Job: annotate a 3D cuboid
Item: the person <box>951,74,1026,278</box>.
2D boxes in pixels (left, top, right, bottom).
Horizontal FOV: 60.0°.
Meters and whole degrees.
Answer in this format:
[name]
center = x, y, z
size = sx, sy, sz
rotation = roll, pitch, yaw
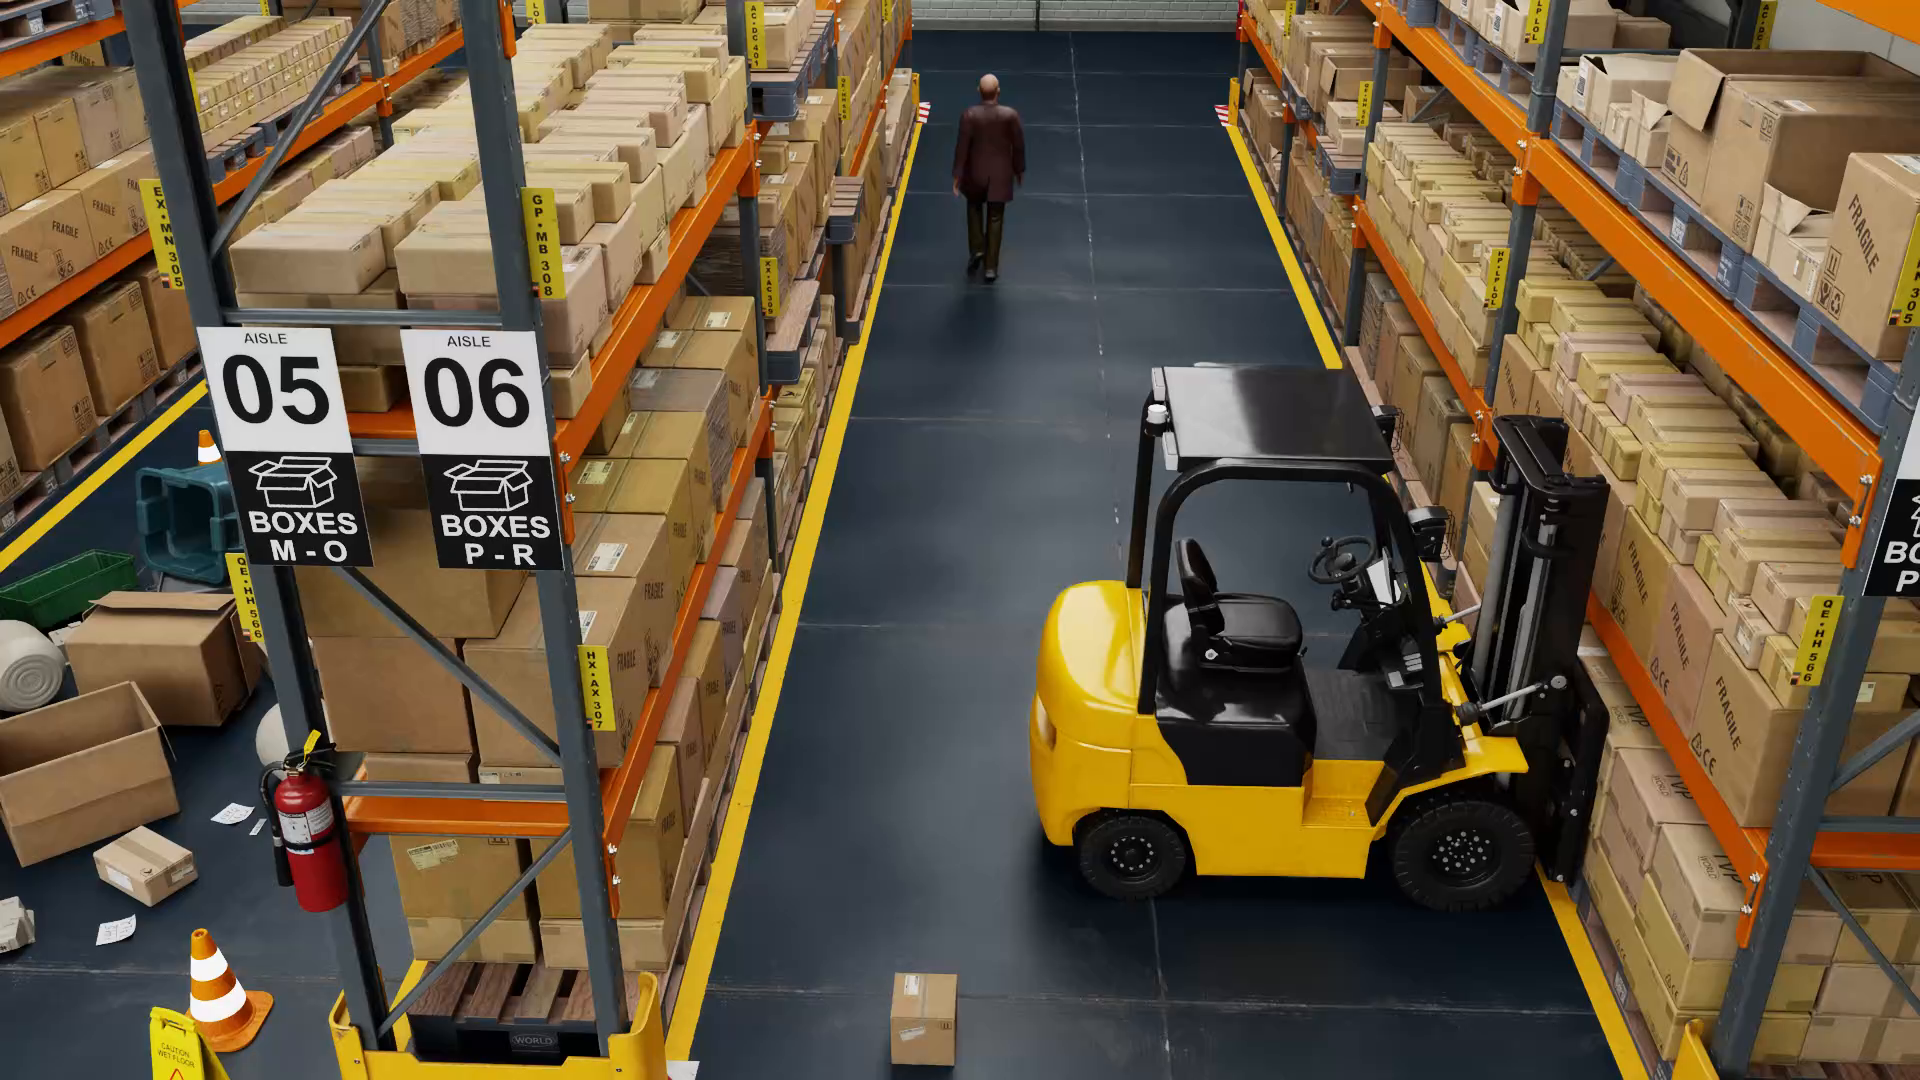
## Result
[person]
center = 0.256, -3.169, 14.849
size = 0.659, 1.752, 0.582
rotation = 1, 28, 1
